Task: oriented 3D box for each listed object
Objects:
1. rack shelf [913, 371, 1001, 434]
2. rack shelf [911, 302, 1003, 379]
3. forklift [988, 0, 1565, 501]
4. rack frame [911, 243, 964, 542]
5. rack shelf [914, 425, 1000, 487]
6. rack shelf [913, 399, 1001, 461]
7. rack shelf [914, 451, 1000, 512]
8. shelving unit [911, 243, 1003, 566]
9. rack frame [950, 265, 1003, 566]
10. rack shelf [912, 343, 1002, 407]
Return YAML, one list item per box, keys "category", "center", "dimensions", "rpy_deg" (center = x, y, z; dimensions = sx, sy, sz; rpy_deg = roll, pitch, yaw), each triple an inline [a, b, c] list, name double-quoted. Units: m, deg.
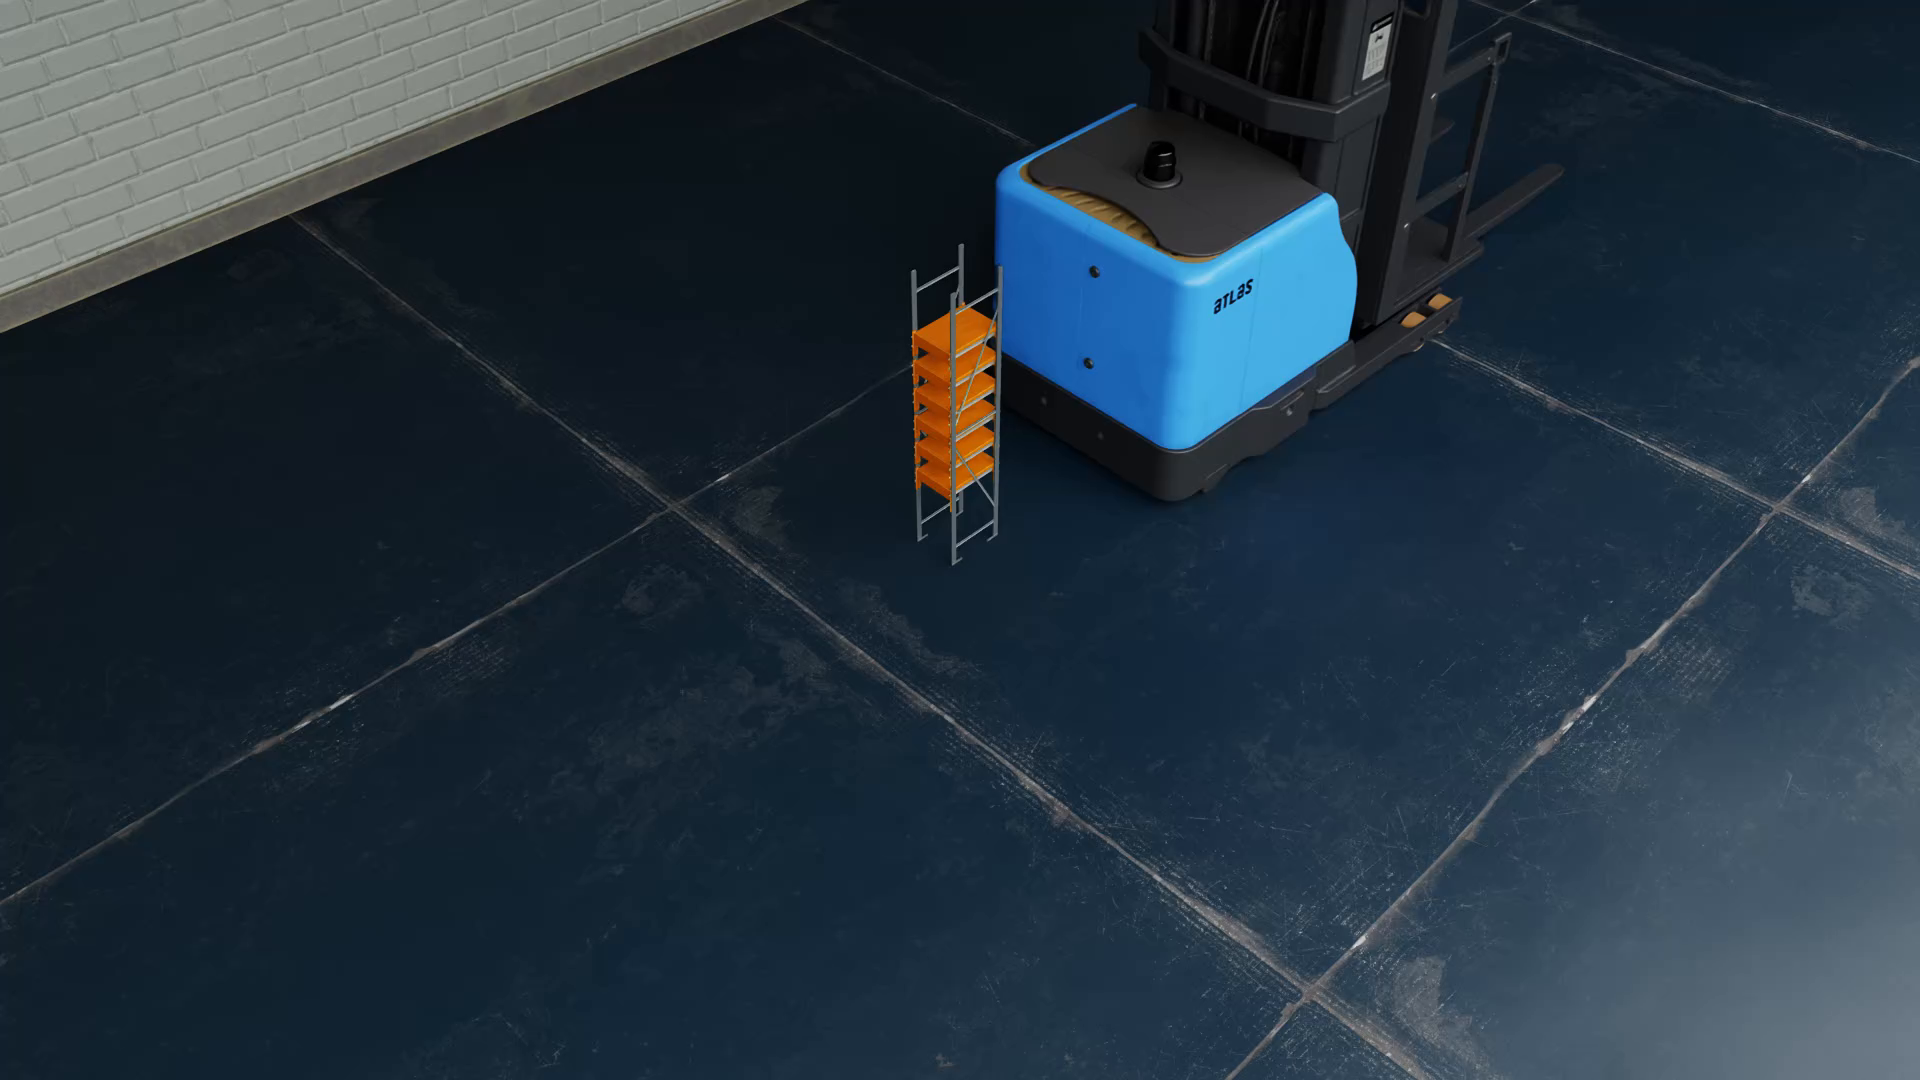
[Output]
- category: "rack shelf"
  center: [-0.010, -0.503, 5.799]
  dimensions: [0.258, 0.103, 0.180]
  rpy_deg: [-34, 53, -31]
- category: "rack shelf"
  center: [-0.010, -0.679, 5.636]
  dimensions: [0.258, 0.103, 0.180]
  rpy_deg: [-34, 53, -31]
- category: "forklift"
  center: [1.525, -2.111, 6.374]
  dimensions: [3.031, 2.935, 1.130]
  rpy_deg: [-33, 52, -31]
- category: "rack frame"
  center: [-0.075, -0.492, 5.898]
  dimensions: [0.240, 1.200, 0.006]
  rpy_deg: [-34, 53, -31]
- category: "rack shelf"
  center: [-0.010, -0.327, 5.962]
  dimensions: [0.258, 0.103, 0.180]
  rpy_deg: [-34, 53, -31]
- category: "rack shelf"
  center: [-0.010, -0.415, 5.880]
  dimensions: [0.258, 0.103, 0.180]
  rpy_deg: [-34, 53, -31]
- category: "rack shelf"
  center: [-0.010, -0.239, 6.043]
  dimensions: [0.258, 0.103, 0.180]
  rpy_deg: [-34, 53, -31]
- category: "shelving unit"
  center: [-0.010, -0.448, 5.850]
  dimensions: [0.258, 1.200, 0.189]
  rpy_deg: [-34, 53, -31]
- category: "rack frame"
  center: [0.054, -0.404, 5.803]
  dimensions: [0.240, 1.200, 0.006]
  rpy_deg: [-34, 53, -31]
- category: "rack shelf"
  center: [-0.010, -0.591, 5.718]
  dimensions: [0.258, 0.103, 0.180]
  rpy_deg: [-34, 53, -31]
